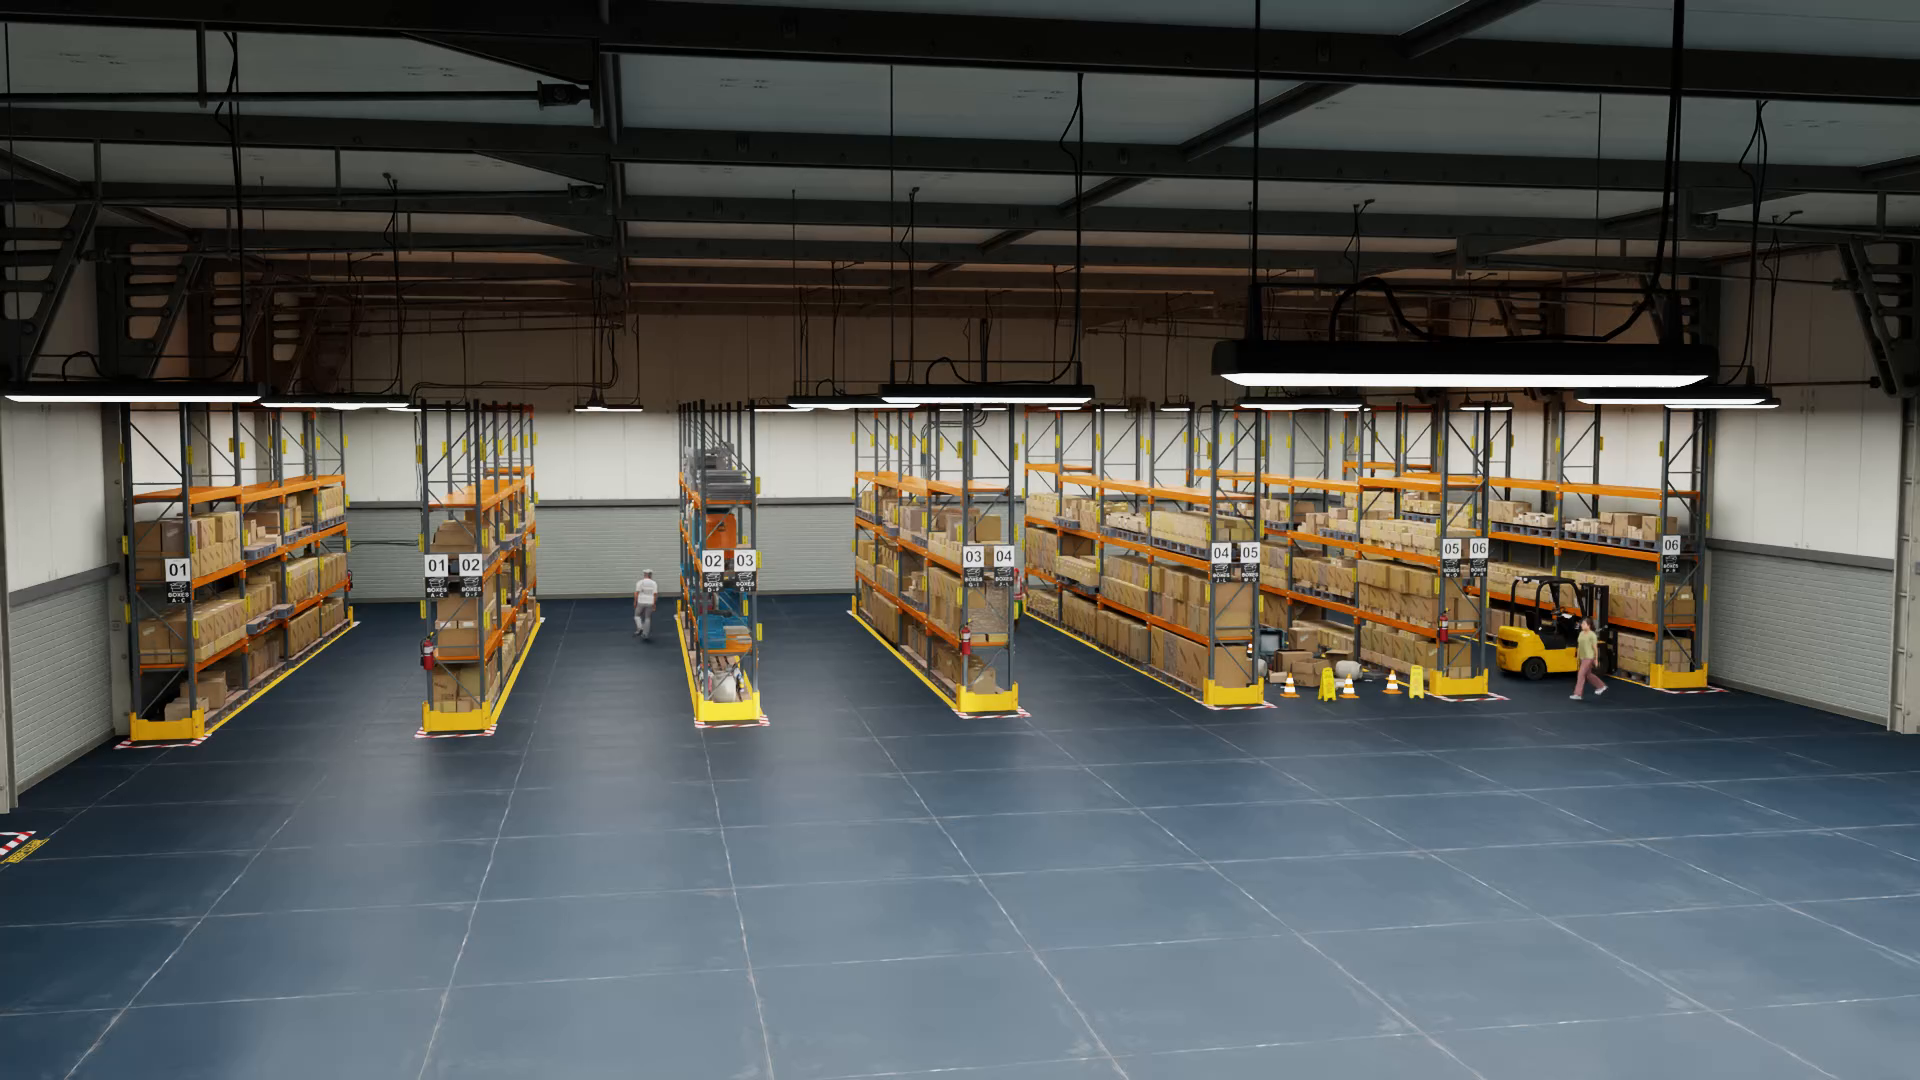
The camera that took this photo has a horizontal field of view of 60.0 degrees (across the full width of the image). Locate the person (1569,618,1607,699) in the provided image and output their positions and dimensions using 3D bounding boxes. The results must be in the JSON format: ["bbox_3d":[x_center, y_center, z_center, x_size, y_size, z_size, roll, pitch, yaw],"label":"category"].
[{"bbox_3d":[12.640,2.375,33.445,0.967,1.634,0.460,-1,5,-18],"label":"person"}]

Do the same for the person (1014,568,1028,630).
[{"bbox_3d":[1.469,1.567,44.019,0.690,1.686,0.639,0,4,-3],"label":"person"}]

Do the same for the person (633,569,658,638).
[{"bbox_3d":[-8.041,1.634,42.463,0.638,1.760,0.483,-1,4,-13],"label":"person"}]
